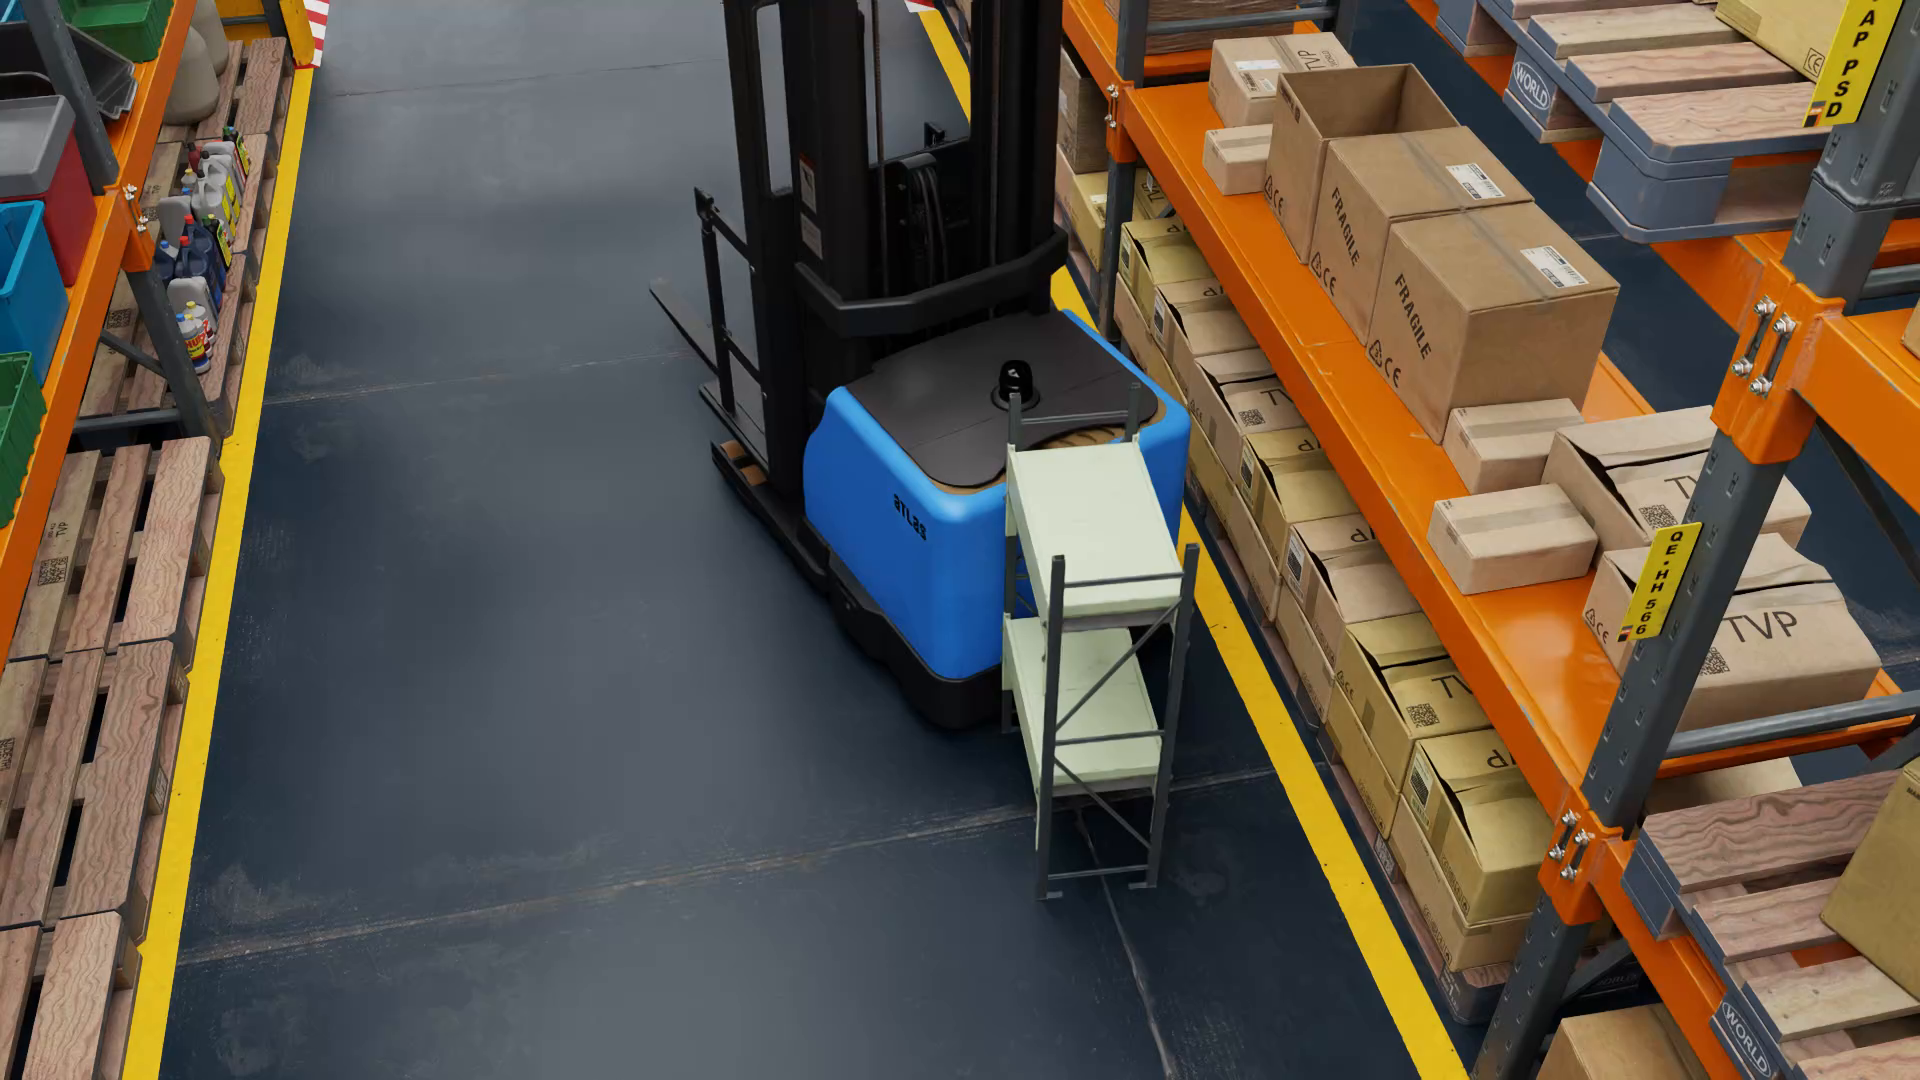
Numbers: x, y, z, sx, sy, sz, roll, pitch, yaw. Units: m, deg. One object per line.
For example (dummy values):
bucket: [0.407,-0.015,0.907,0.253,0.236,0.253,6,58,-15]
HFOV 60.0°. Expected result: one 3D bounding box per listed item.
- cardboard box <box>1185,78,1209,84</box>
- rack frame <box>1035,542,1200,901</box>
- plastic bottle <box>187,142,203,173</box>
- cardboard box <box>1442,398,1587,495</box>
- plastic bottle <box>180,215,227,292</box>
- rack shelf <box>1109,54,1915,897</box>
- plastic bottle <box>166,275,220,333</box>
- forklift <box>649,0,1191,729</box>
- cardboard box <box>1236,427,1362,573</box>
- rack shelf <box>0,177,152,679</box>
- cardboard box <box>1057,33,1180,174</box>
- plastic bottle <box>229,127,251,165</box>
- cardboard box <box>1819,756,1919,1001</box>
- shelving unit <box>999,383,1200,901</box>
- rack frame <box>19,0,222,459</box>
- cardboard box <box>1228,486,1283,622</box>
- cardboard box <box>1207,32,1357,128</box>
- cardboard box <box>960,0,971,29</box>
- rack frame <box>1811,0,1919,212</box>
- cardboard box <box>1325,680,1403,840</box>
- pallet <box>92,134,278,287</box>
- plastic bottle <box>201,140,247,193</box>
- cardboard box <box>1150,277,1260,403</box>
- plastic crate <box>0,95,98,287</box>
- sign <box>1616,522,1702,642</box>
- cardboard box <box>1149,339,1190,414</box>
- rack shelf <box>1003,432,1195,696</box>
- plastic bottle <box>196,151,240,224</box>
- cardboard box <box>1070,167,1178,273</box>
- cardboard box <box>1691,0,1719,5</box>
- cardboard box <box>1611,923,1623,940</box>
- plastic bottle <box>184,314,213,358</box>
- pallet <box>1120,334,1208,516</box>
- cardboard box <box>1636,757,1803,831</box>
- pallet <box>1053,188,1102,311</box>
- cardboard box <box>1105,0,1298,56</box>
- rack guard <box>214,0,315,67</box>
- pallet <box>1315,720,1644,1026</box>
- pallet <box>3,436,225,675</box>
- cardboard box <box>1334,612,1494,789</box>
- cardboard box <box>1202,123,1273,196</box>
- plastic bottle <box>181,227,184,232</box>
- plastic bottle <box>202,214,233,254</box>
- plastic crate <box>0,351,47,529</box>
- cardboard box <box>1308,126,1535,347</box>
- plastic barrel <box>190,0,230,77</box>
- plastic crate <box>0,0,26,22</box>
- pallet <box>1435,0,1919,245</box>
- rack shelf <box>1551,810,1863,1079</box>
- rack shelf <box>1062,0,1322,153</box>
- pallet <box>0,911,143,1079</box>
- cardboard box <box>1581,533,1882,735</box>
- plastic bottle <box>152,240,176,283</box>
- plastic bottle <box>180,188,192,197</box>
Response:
cardboard box: [1.358,-1.903,7.825,0.500,0.500,0.500,-8,42,-9]
rack frame: [0.445,0.592,4.953,0.400,1.500,0.023,-5,42,-6]
plastic bottle: [-3.800,-1.872,8.314,0.061,0.283,0.133,-8,42,-9]
cardboard box: [1.686,-0.280,4.996,0.380,0.149,0.250,-5,42,-6]
plastic bottle: [-3.494,-1.320,7.642,0.144,0.351,0.185,-10,43,-11]
rack shelf: [1.585,-0.583,5.689,1.077,0.370,4.000,-8,42,-9]
plastic bottle: [-3.422,-1.062,7.407,0.152,0.276,0.135,-7,42,-8]
forklift: [-0.388,-1.388,6.105,1.130,2.935,3.031,-22,46,-23]
cardboard box: [1.332,-0.187,6.034,0.500,0.311,0.500,-7,42,-8]
rack shelf: [-3.253,0.124,4.893,1.077,0.370,4.000,-8,42,-9]
cardboard box: [0.743,-2.153,8.106,0.500,0.500,0.500,-8,42,-9]
plastic bottle: [-3.723,-2.024,8.548,0.097,0.201,0.097,0,42,0]
cardboard box: [2.262,0.642,3.376,0.700,0.500,0.500,-22,46,-23]
shelving unit: [0.396,0.351,5.225,0.431,1.500,0.755,-5,42,-6]
rack frame: [-3.685,-1.441,6.114,1.000,3.000,0.127,-8,42,-9]
cardboard box: [1.330,0.016,6.227,0.500,0.250,0.500,-8,42,-8]
cardboard box: [1.302,-1.780,6.608,0.500,0.250,0.500,-6,42,-7]
cardboard box: [0.300,-3.167,9.813,0.500,0.250,0.500,-8,42,-9]
rack frame: [2.016,-1.799,1.999,1.000,3.000,0.127,-8,42,-9]
cardboard box: [1.550,0.676,5.484,0.500,0.250,0.500,-9,42,-10]
pallet: [-4.056,-1.632,8.430,1.003,0.211,1.213,-8,42,-9]
plastic bottle: [-3.696,-1.885,8.334,0.152,0.276,0.135,-8,42,-9]
cardboard box: [1.102,-0.858,6.790,0.500,0.311,0.500,-9,42,-10]
plastic crate: [-3.281,-1.195,5.789,0.402,0.464,0.583,-8,42,-9]
sign: [1.475,0.093,3.514,0.100,0.325,0.005,-8,42,-9]
cardboard box: [1.107,-0.649,6.976,0.500,0.250,0.500,-7,42,-8]
rack shelf: [0.396,0.059,4.965,0.431,0.370,0.720,-5,42,-6]
plastic bottle: [-3.626,-1.716,8.088,0.144,0.351,0.185,-7,42,-8]
cardboard box: [0.839,-1.547,7.988,0.500,0.250,0.500,-8,42,-9]
cardboard box: [1.733,-1.402,3.607,0.500,0.250,0.500,-7,42,-8]
cardboard box: [2.190,0.934,5.193,0.500,0.250,0.500,-8,42,-9]
plastic bottle: [-3.347,-0.895,7.275,0.097,0.201,0.097,0,42,0]
pallet: [1.350,-0.634,7.305,1.003,0.211,1.213,-8,42,-9]
cardboard box: [2.190,0.724,5.007,0.500,0.311,0.500,-7,42,-8]
pallet: [1.022,-1.627,8.424,1.003,0.211,1.213,-8,42,-9]
cardboard box: [1.051,-2.473,7.201,0.700,0.500,0.500,-9,42,-10]
rack guard: [-4.486,-3.057,9.817,1.175,0.500,0.348,-8,42,-9]
pallet: [1.877,0.948,5.523,1.003,0.211,1.213,-8,42,-9]
pallet: [-3.477,0.105,6.473,1.003,0.211,1.213,-8,42,-9]
cardboard box: [1.544,0.466,5.298,0.500,0.311,0.500,-9,42,-10]
cardboard box: [1.144,-1.451,6.314,0.380,0.149,0.250,-8,42,-9]
plastic bottle: [-3.563,-1.381,7.769,0.097,0.271,0.097,0,42,0]
plastic bottle: [-3.533,-1.451,7.902,0.097,0.201,0.097,0,42,0]
plastic crate: [-3.033,-0.274,4.958,0.450,0.188,0.662,-8,42,-9]
cardboard box: [1.525,-1.020,5.564,0.500,0.500,0.500,-8,42,-9]
plastic barrel: [-4.331,-2.845,9.253,0.421,0.512,0.421,0,42,0]
plastic crate: [-4.189,-2.064,6.928,0.499,0.251,0.616,-8,42,-9]
pallet: [1.782,-1.034,3.538,1.213,0.211,1.003,-7,42,-7]
rack shelf: [2.448,2.010,2.768,1.077,0.370,4.000,-8,42,-9]
rack shelf: [0.721,-3.176,8.610,1.077,0.370,4.000,-8,42,-9]
pallet: [-2.950,1.687,4.691,1.003,0.211,1.213,-8,42,-9]
cardboard box: [1.980,0.235,4.292,0.500,0.311,0.500,-6,42,-7]
plastic bottle: [-3.594,-1.177,7.481,0.144,0.351,0.185,-8,42,-9]
plastic bottle: [-3.735,-1.615,8.086,0.097,0.201,0.097,0,42,0]
